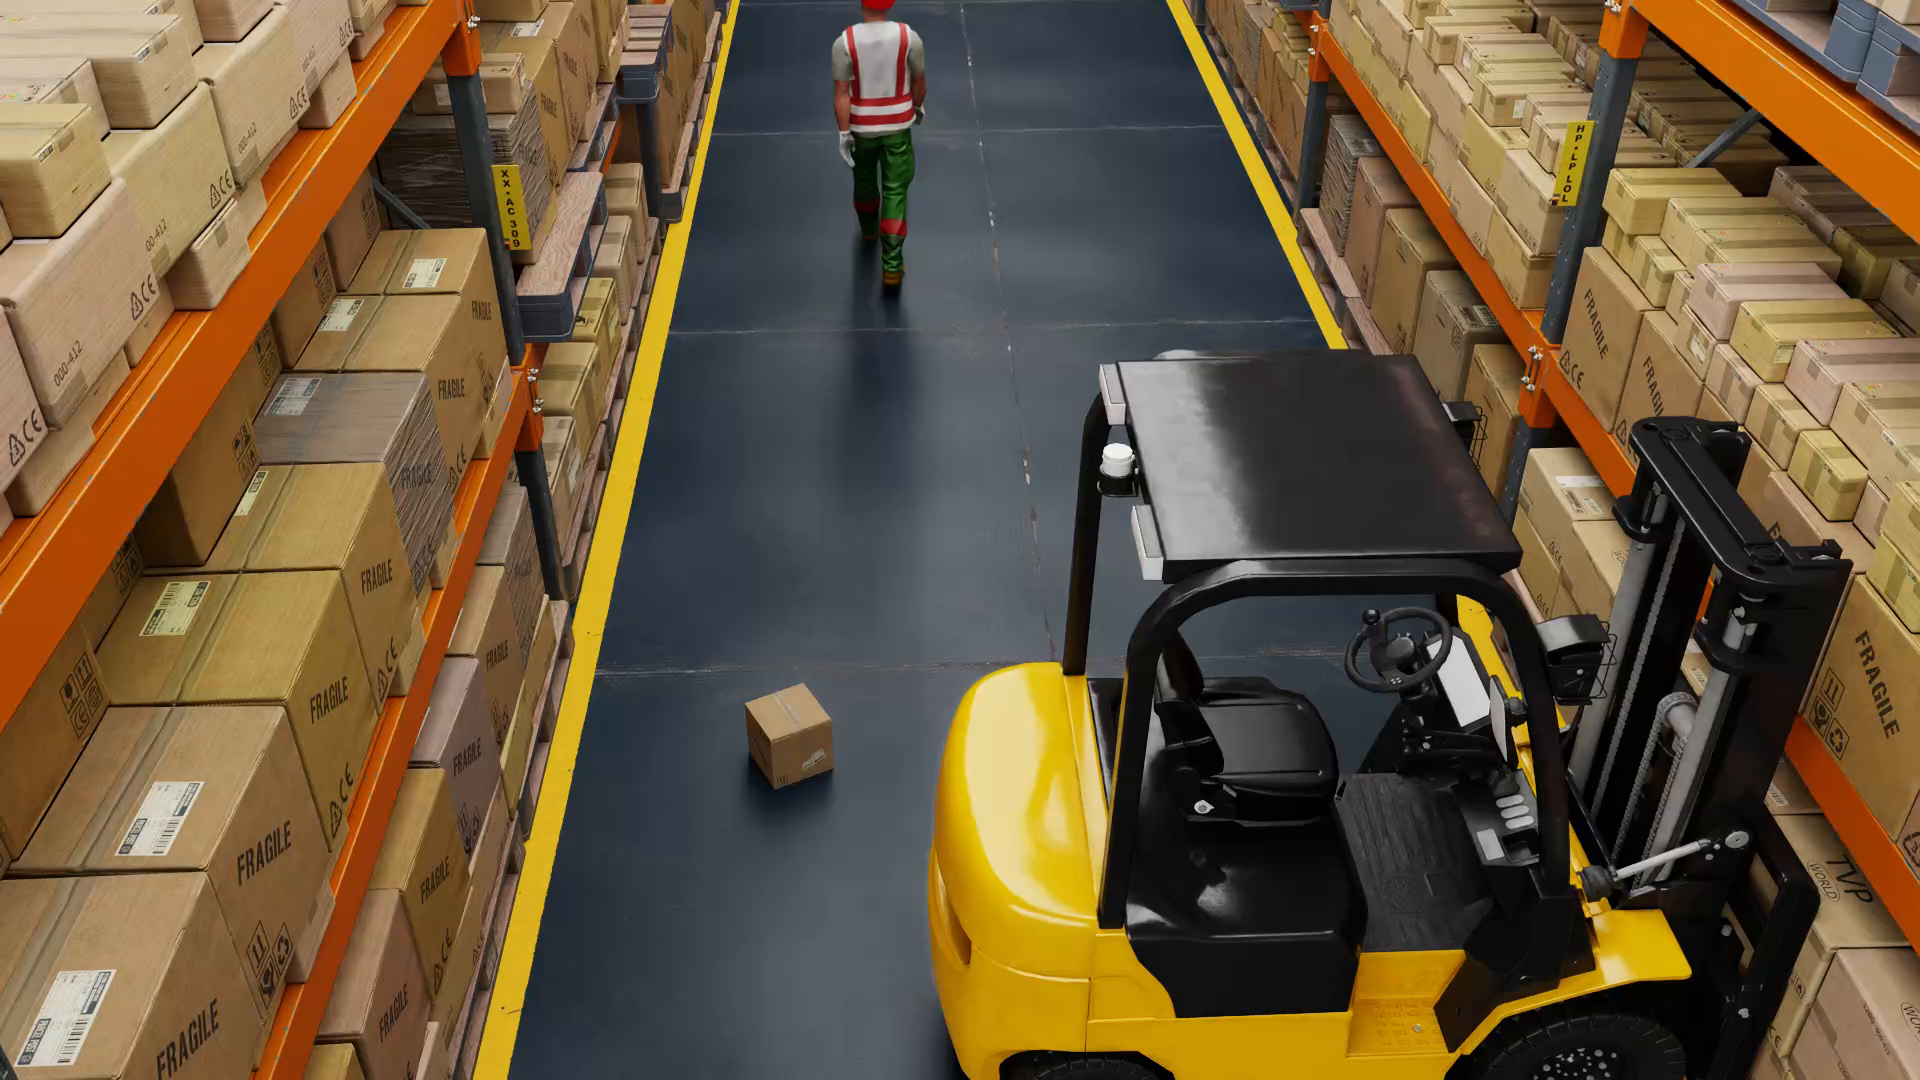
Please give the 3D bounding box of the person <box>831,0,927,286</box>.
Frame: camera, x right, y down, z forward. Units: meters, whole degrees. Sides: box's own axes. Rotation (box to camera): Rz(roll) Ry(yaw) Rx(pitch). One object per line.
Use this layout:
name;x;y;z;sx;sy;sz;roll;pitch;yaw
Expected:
person;-0.455;-2.429;9.605;0.527;1.740;1.045;0;35;0
